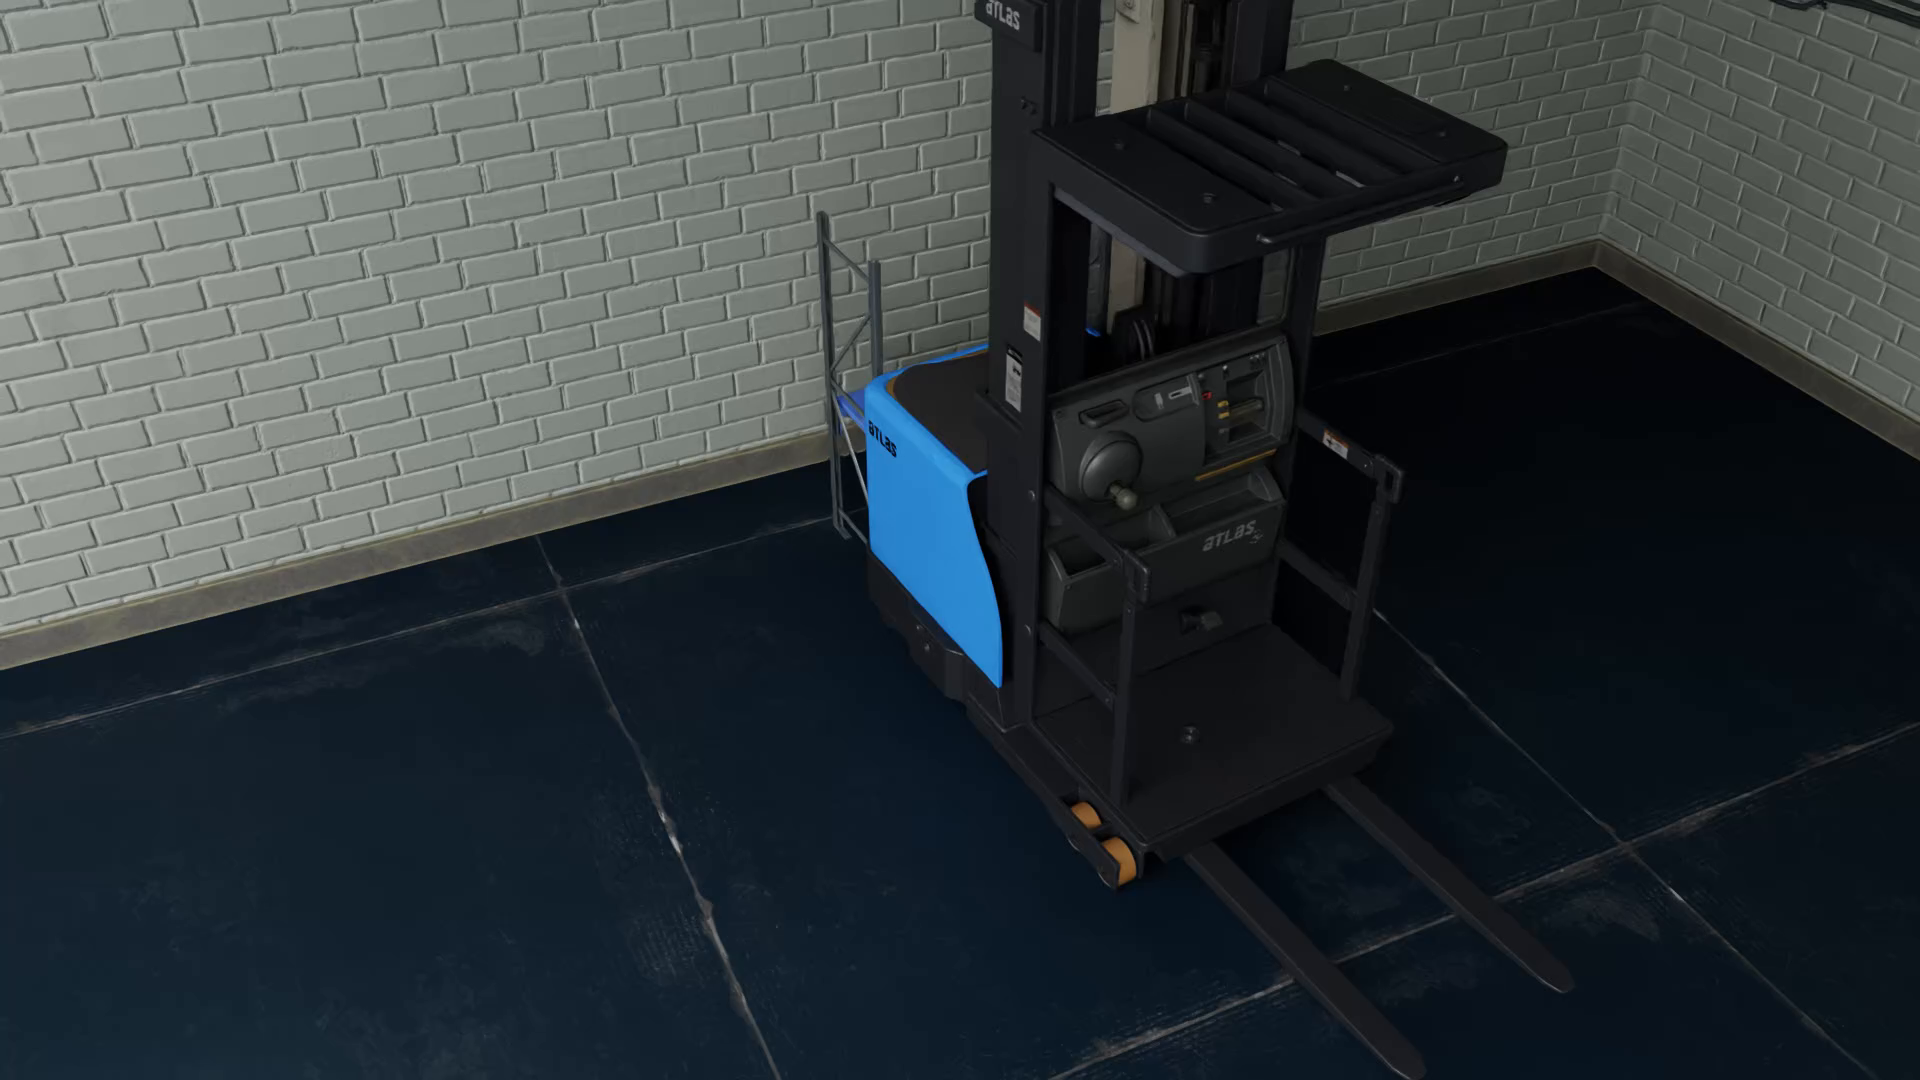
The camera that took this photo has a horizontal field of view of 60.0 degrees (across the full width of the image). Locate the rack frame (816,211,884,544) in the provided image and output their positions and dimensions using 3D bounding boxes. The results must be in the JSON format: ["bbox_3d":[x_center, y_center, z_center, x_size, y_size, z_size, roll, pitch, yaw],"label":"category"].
[{"bbox_3d":[-0.425,-0.541,6.721,0.032,1.500,0.500,-18,40,-23],"label":"rack frame"}]

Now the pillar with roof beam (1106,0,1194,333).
[{"bbox_3d":[2.739,-2.014,2.411,0.400,9.000,9.100,-16,39,-20],"label":"pillar with roof beam"}]

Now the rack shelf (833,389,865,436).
[{"bbox_3d":[0.020,-0.543,7.025,1.000,0.185,0.538,-18,40,-23],"label":"rack shelf"}]

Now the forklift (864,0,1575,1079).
[{"bbox_3d":[0.809,-0.317,5.217,1.130,2.935,3.031,-20,41,-24],"label":"forklift"}]

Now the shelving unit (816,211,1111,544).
[{"bbox_3d":[0.020,-0.687,6.918,1.048,1.500,0.538,-18,40,-23],"label":"shelving unit"}]

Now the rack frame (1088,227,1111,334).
[{"bbox_3d":[0.466,-0.833,7.114,0.032,1.500,0.500,-18,40,-23],"label":"rack frame"}]
